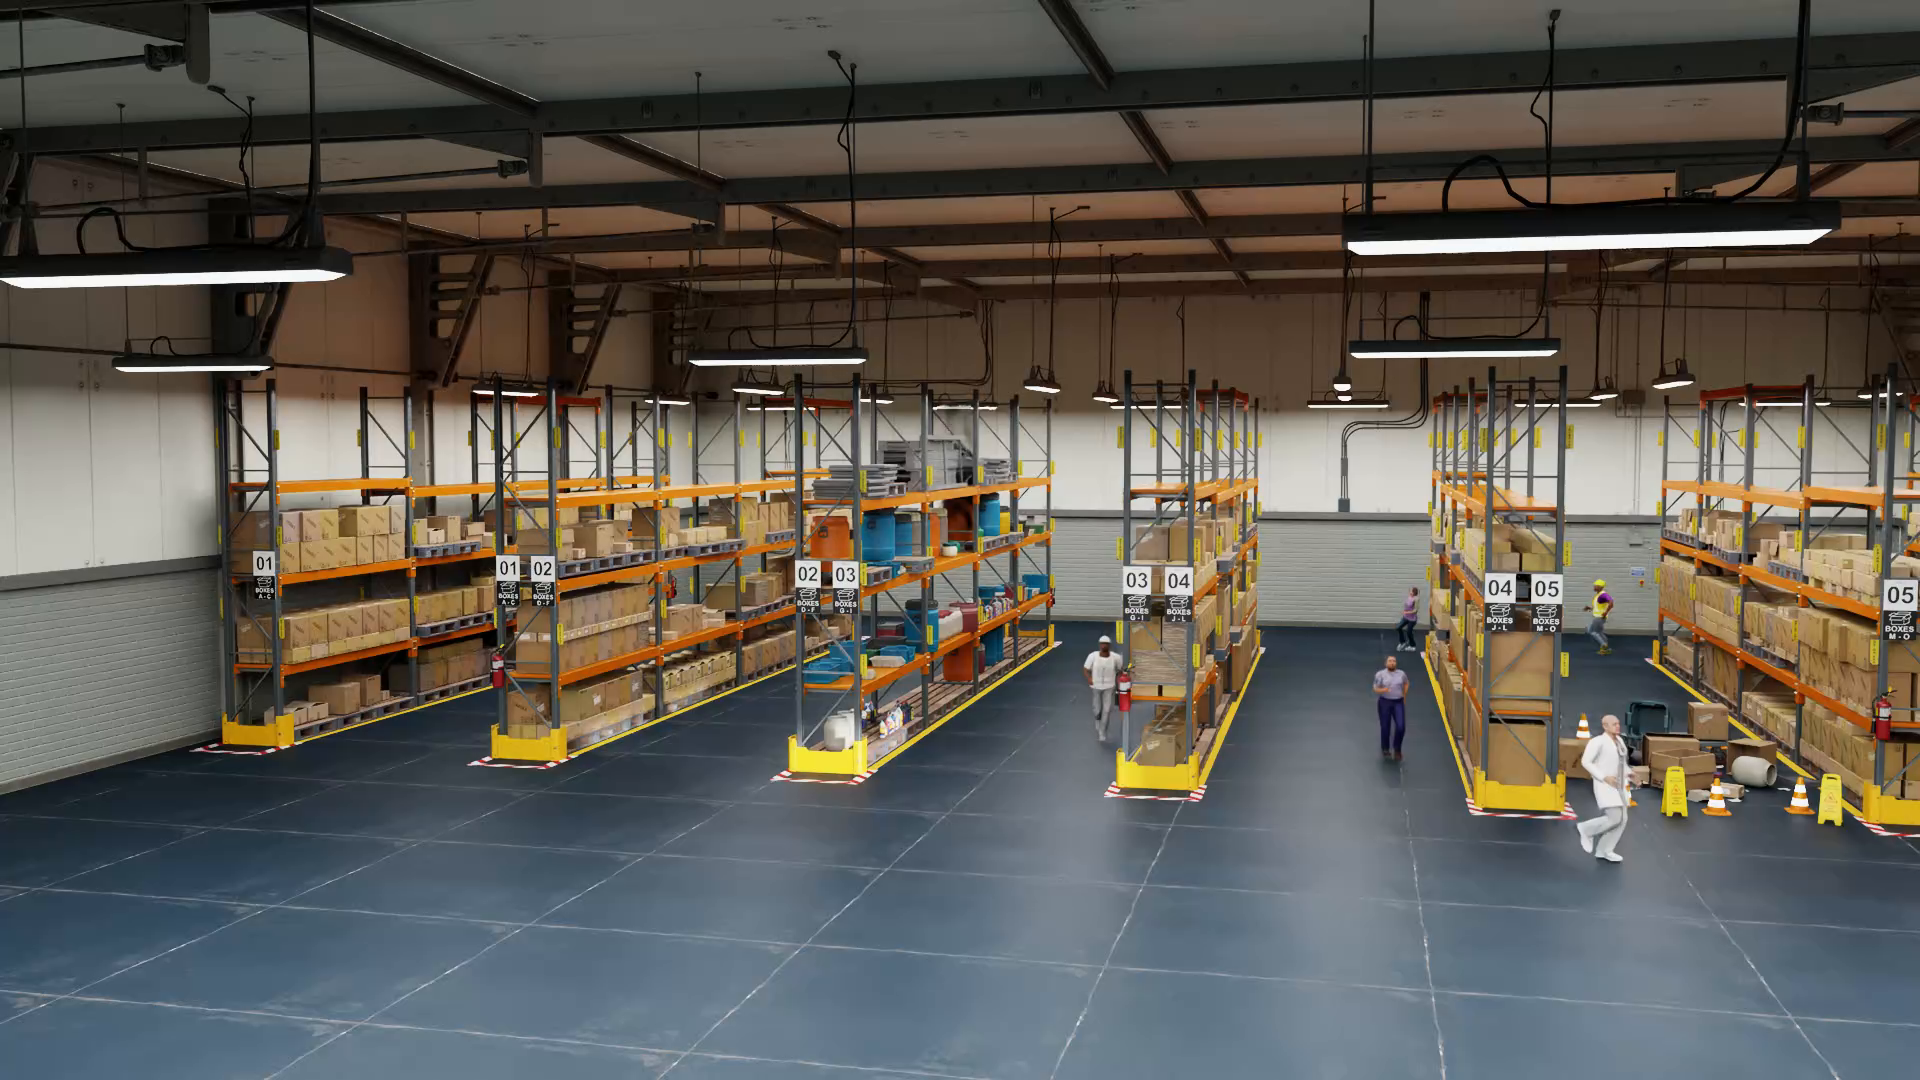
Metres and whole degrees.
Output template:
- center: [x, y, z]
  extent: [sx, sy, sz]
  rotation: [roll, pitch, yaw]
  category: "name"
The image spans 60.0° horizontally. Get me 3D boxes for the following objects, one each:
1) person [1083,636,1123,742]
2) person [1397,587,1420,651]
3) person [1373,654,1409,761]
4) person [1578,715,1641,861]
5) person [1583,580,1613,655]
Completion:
- center: [2.409, 2.462, 27.792]
  extent: [0.697, 1.743, 0.768]
  rotation: [0, 3, 5]
  category: "person"
- center: [10.592, 1.861, 39.137]
  extent: [0.618, 1.537, 0.531]
  rotation: [-2, 4, -27]
  category: "person"
- center: [6.760, 2.632, 26.025]
  extent: [0.586, 1.676, 0.661]
  rotation: [0, 3, 6]
  category: "person"
- center: [7.715, 2.943, 19.815]
  extent: [0.682, 1.730, 0.633]
  rotation: [-2, 4, -33]
  category: "person"
- center: [14.873, 1.807, 38.783]
  extent: [0.654, 1.758, 0.735]
  rotation: [1, 4, 14]
  category: "person"
